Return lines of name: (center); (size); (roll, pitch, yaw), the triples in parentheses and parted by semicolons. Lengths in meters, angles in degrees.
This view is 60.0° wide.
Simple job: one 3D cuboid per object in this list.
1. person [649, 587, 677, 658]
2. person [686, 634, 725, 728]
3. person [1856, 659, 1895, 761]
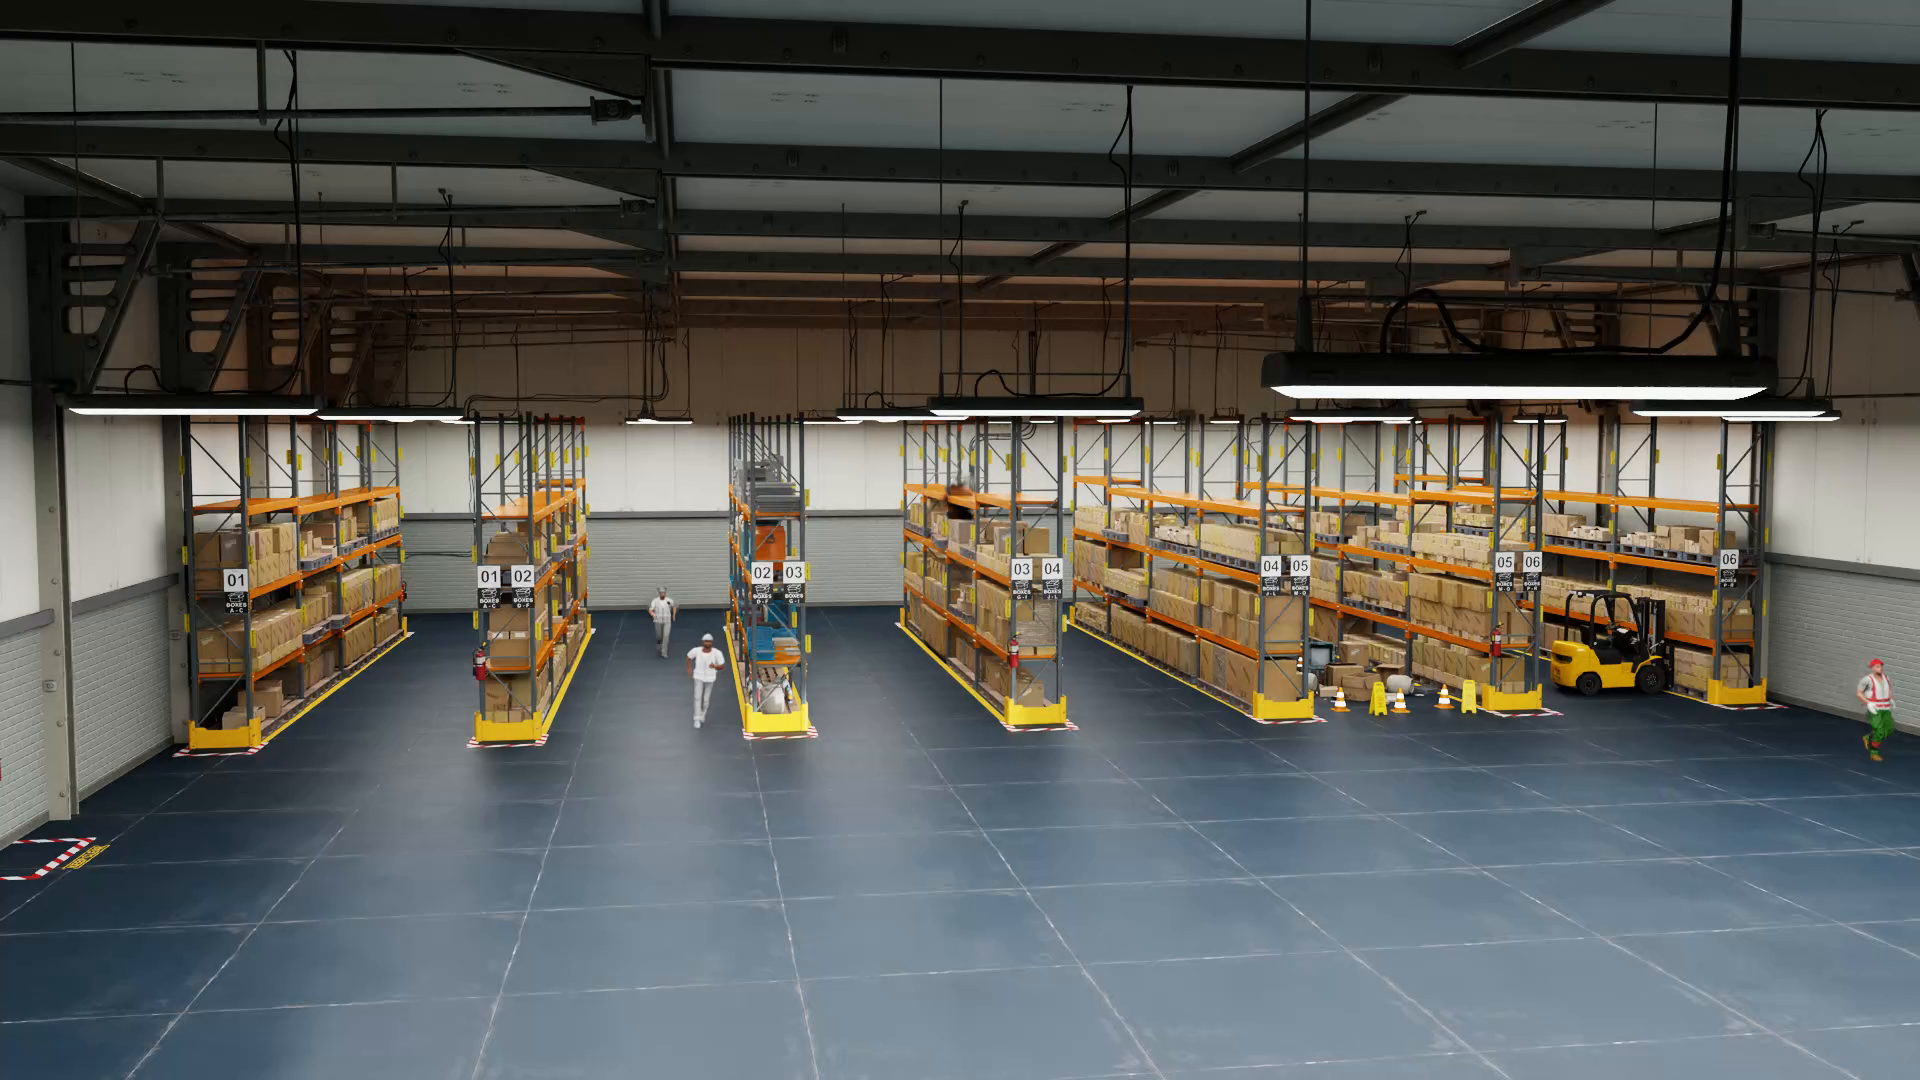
person: (-7.406, 2.037, 41.517); (0.677, 1.758, 0.895); (-1, 4, -12)
person: (-4.828, 2.652, 31.605); (0.713, 1.735, 1.050); (-1, 4, -12)
person: (15.753, 2.910, 28.608); (0.654, 1.748, 0.563); (-1, 4, -10)
